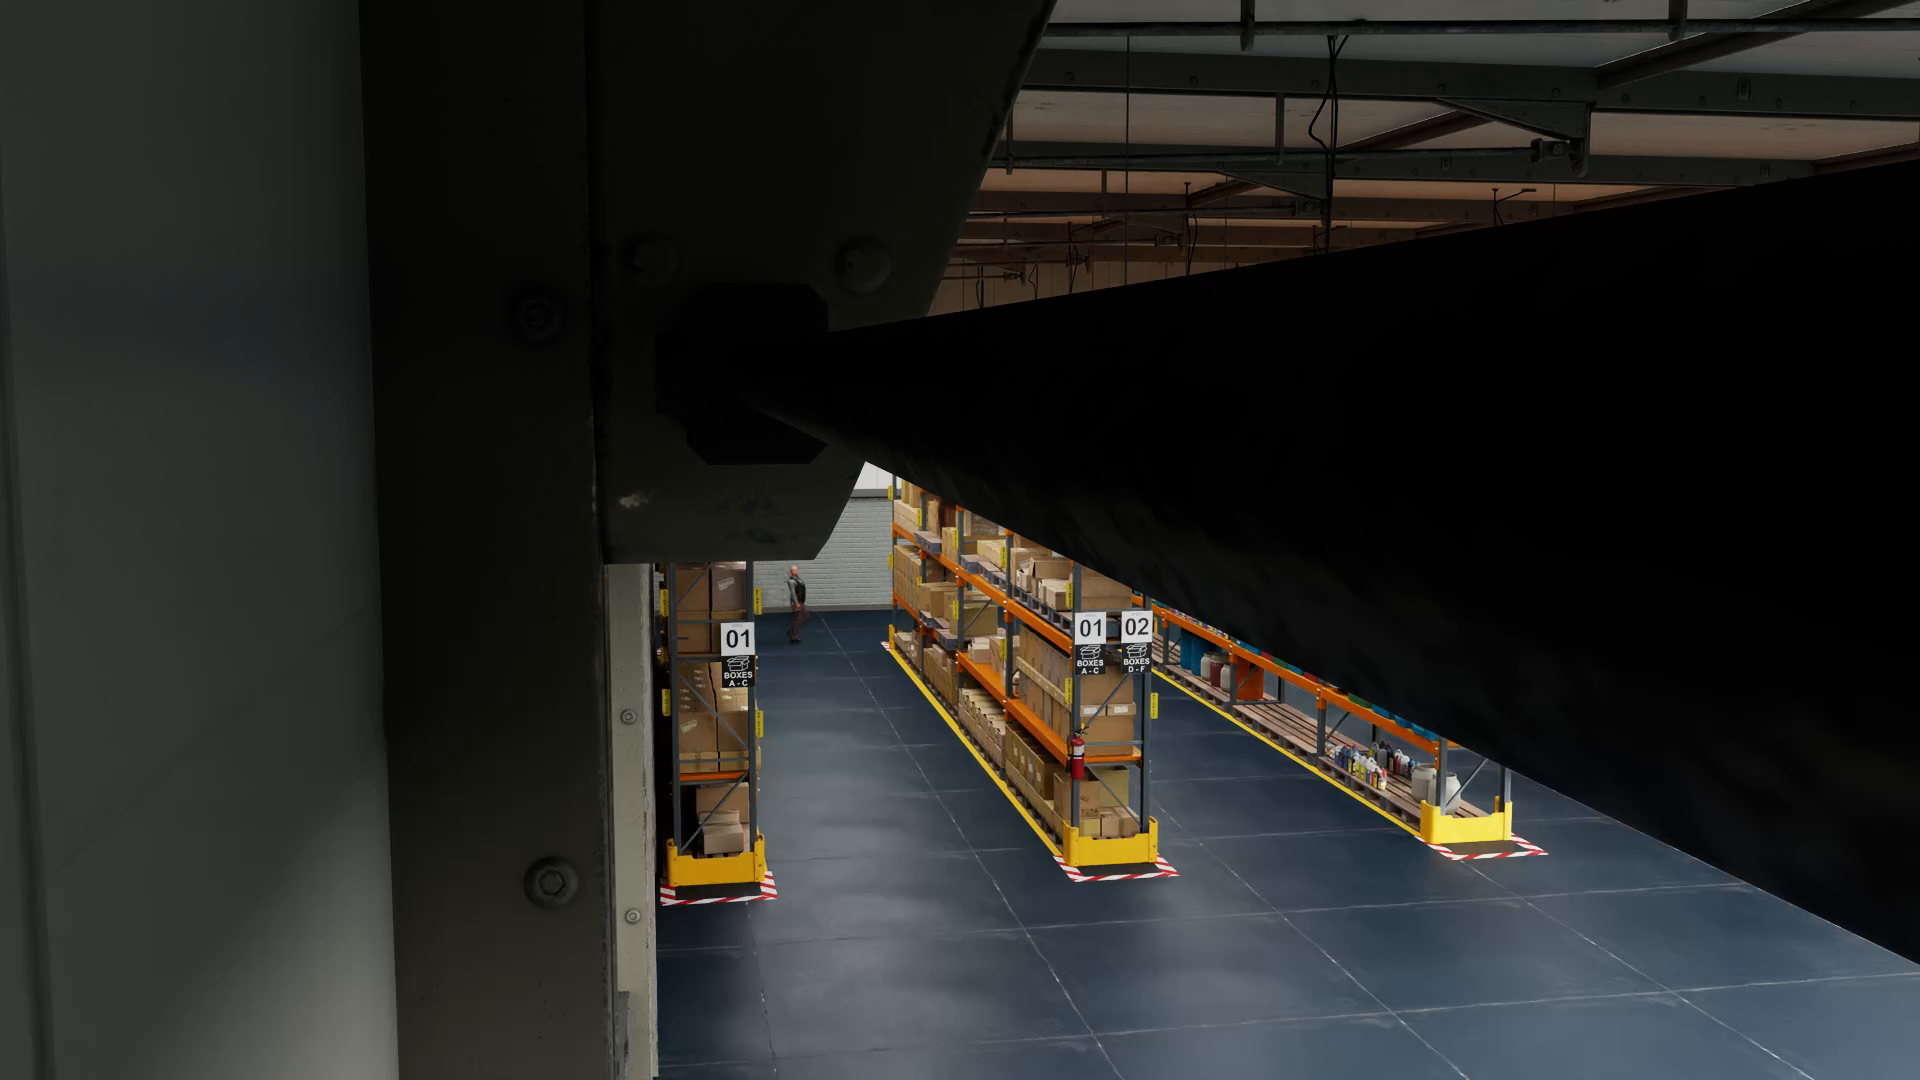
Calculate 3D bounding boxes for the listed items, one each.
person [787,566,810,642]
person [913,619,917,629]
[{"bbox_3d":[-3.626,1.433,37.314,0.497,1.713,0.556,0,6,-4],"label":"person"},{"bbox_3d":[-0.887,1.359,38.416,0.701,1.651,0.942,-5,8,-40],"label":"person"}]
